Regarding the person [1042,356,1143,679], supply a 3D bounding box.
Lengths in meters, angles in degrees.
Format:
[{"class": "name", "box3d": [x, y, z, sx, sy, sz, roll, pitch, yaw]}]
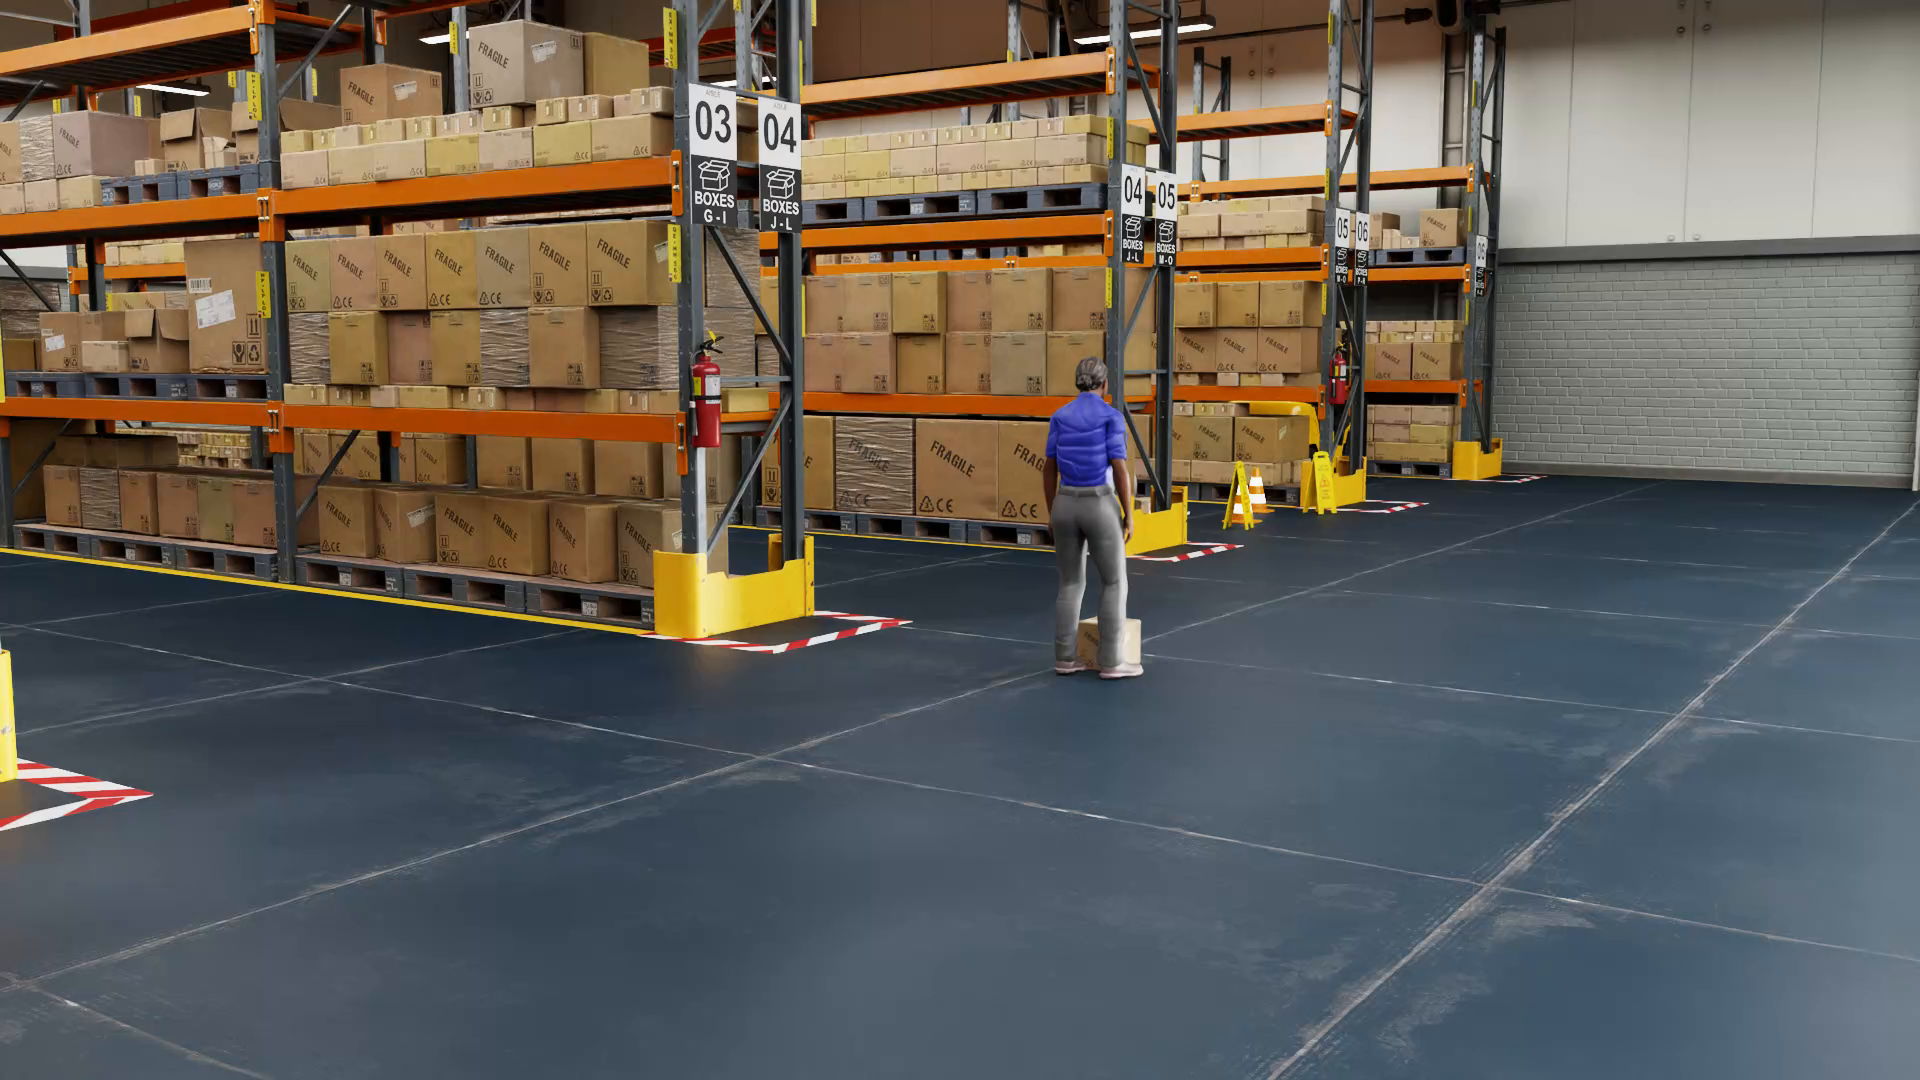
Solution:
[{"class": "person", "box3d": [0.677, -0.120, 8.598, 0.512, 1.653, 0.352, 4, 8, 31]}]
